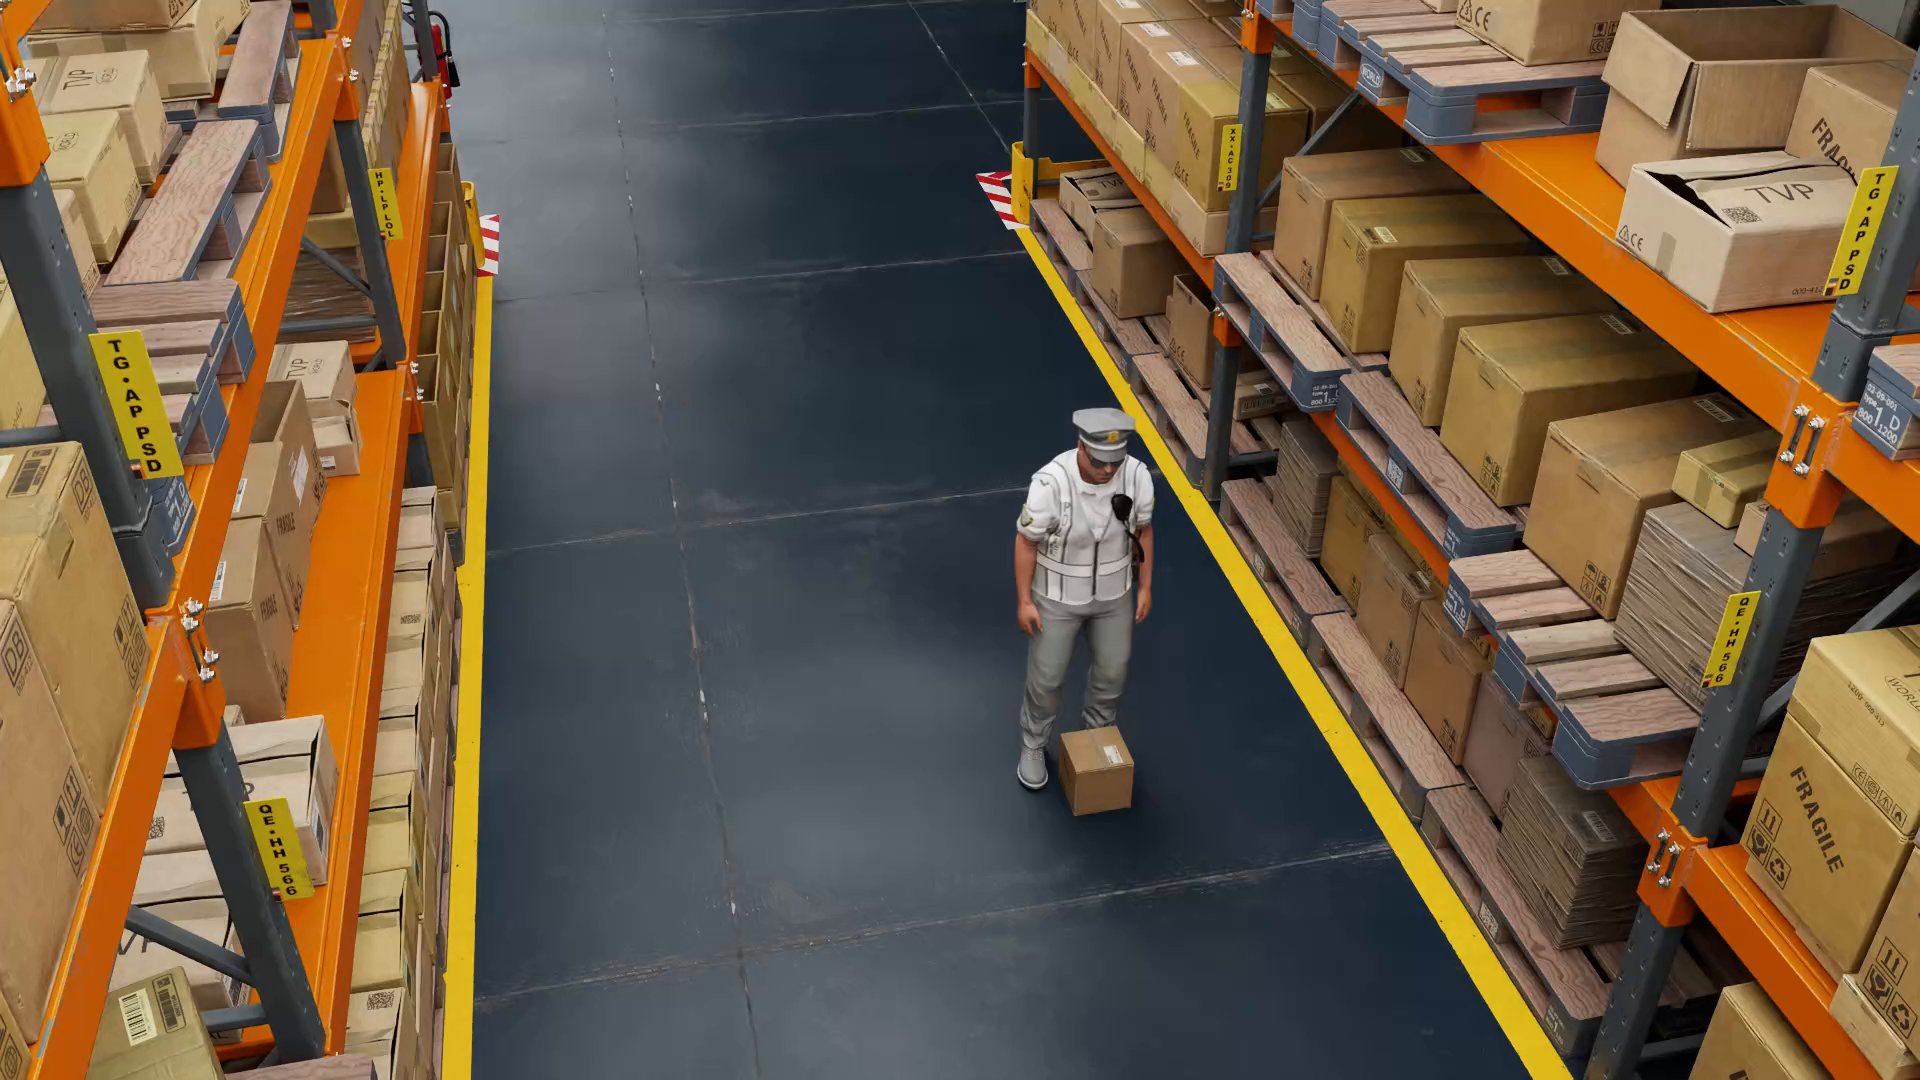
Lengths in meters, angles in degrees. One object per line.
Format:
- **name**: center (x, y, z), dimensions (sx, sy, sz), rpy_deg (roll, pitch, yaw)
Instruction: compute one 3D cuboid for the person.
- **person**: center (0.506, 0.206, 6.832), dimensions (0.585, 1.748, 0.433), rpy_deg (-7, 35, -11)
